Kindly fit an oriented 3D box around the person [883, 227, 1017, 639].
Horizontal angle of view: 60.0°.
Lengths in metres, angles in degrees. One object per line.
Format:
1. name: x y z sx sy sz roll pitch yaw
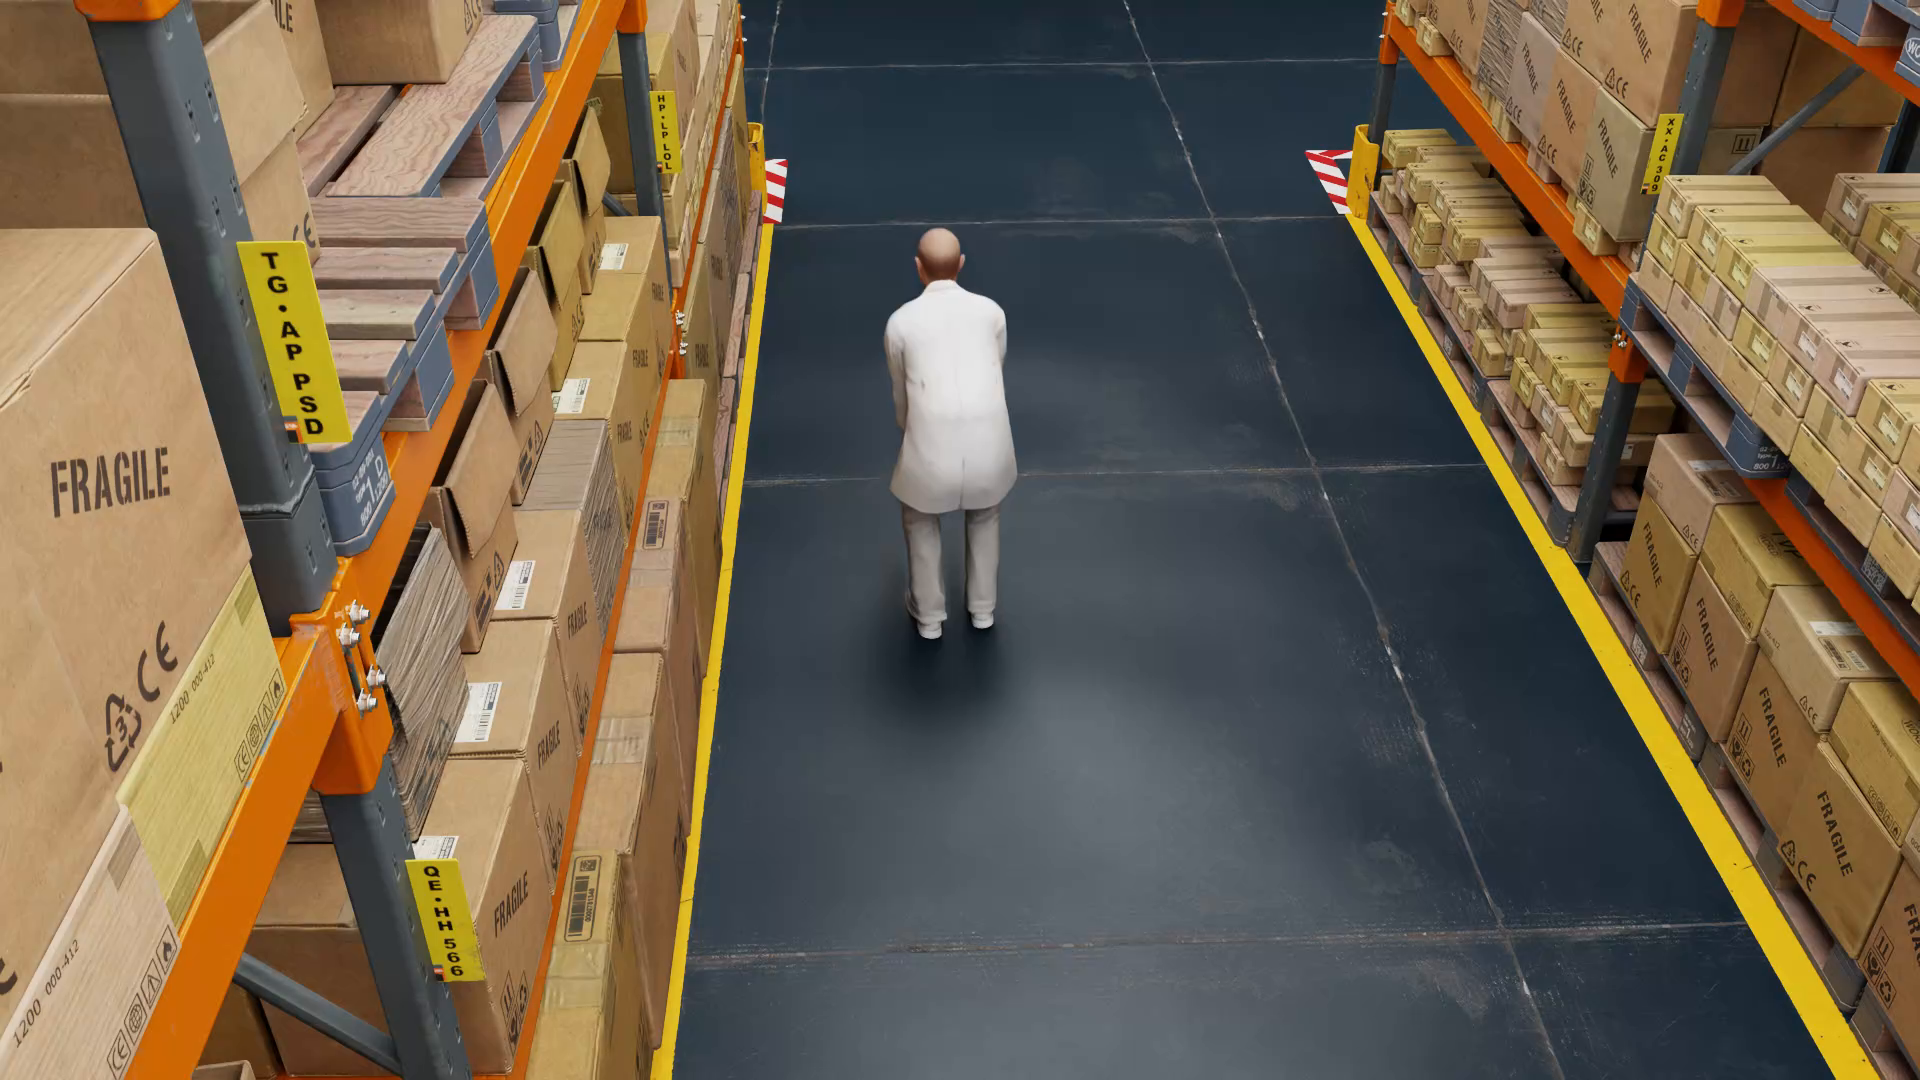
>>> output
1. person: -0.039 -0.428 6.831 0.537 1.720 0.622 -5 35 -8
